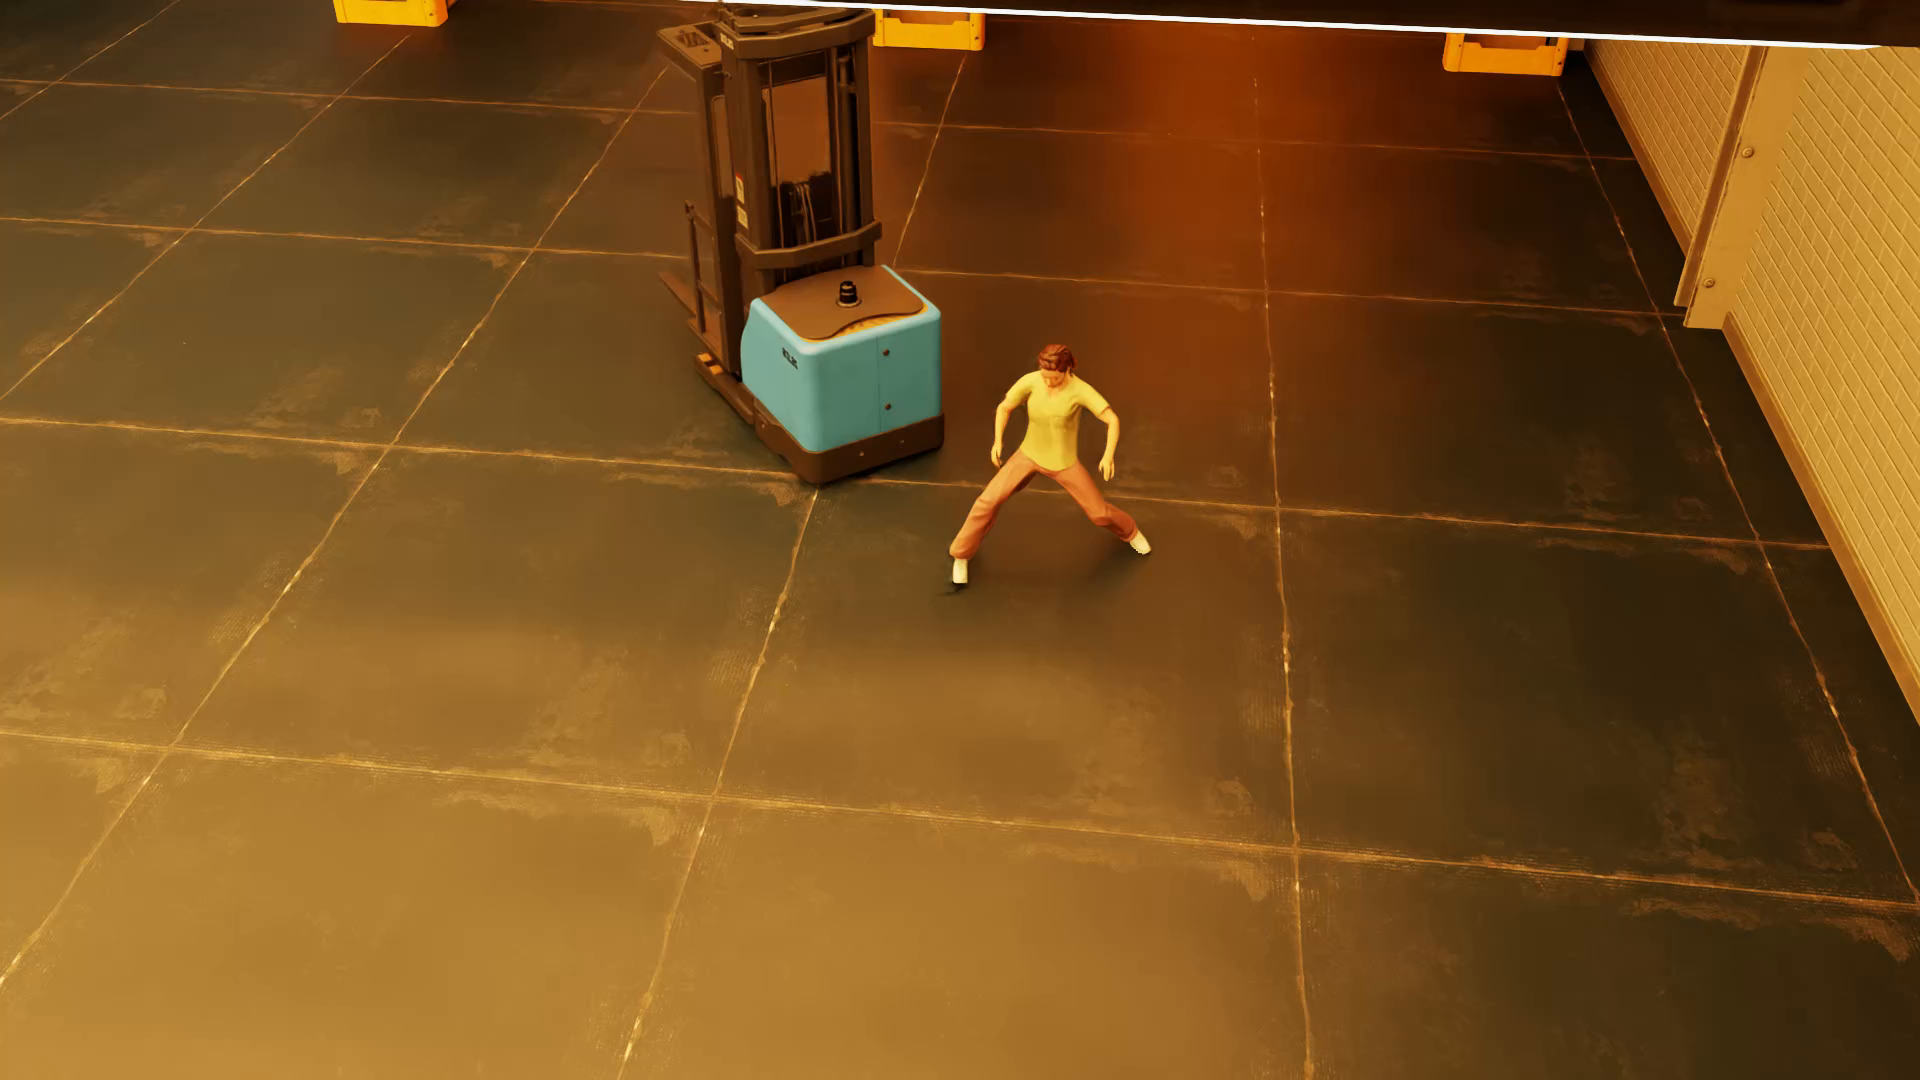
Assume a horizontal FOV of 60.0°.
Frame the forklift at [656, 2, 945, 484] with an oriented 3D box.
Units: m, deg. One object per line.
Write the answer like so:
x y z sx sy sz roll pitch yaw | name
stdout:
-1.286 -2.399 11.284 1.130 2.935 3.031 -19 41 -24 | forklift

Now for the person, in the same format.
0.560 -0.458 9.881 1.099 1.501 0.962 13 38 18 | person
